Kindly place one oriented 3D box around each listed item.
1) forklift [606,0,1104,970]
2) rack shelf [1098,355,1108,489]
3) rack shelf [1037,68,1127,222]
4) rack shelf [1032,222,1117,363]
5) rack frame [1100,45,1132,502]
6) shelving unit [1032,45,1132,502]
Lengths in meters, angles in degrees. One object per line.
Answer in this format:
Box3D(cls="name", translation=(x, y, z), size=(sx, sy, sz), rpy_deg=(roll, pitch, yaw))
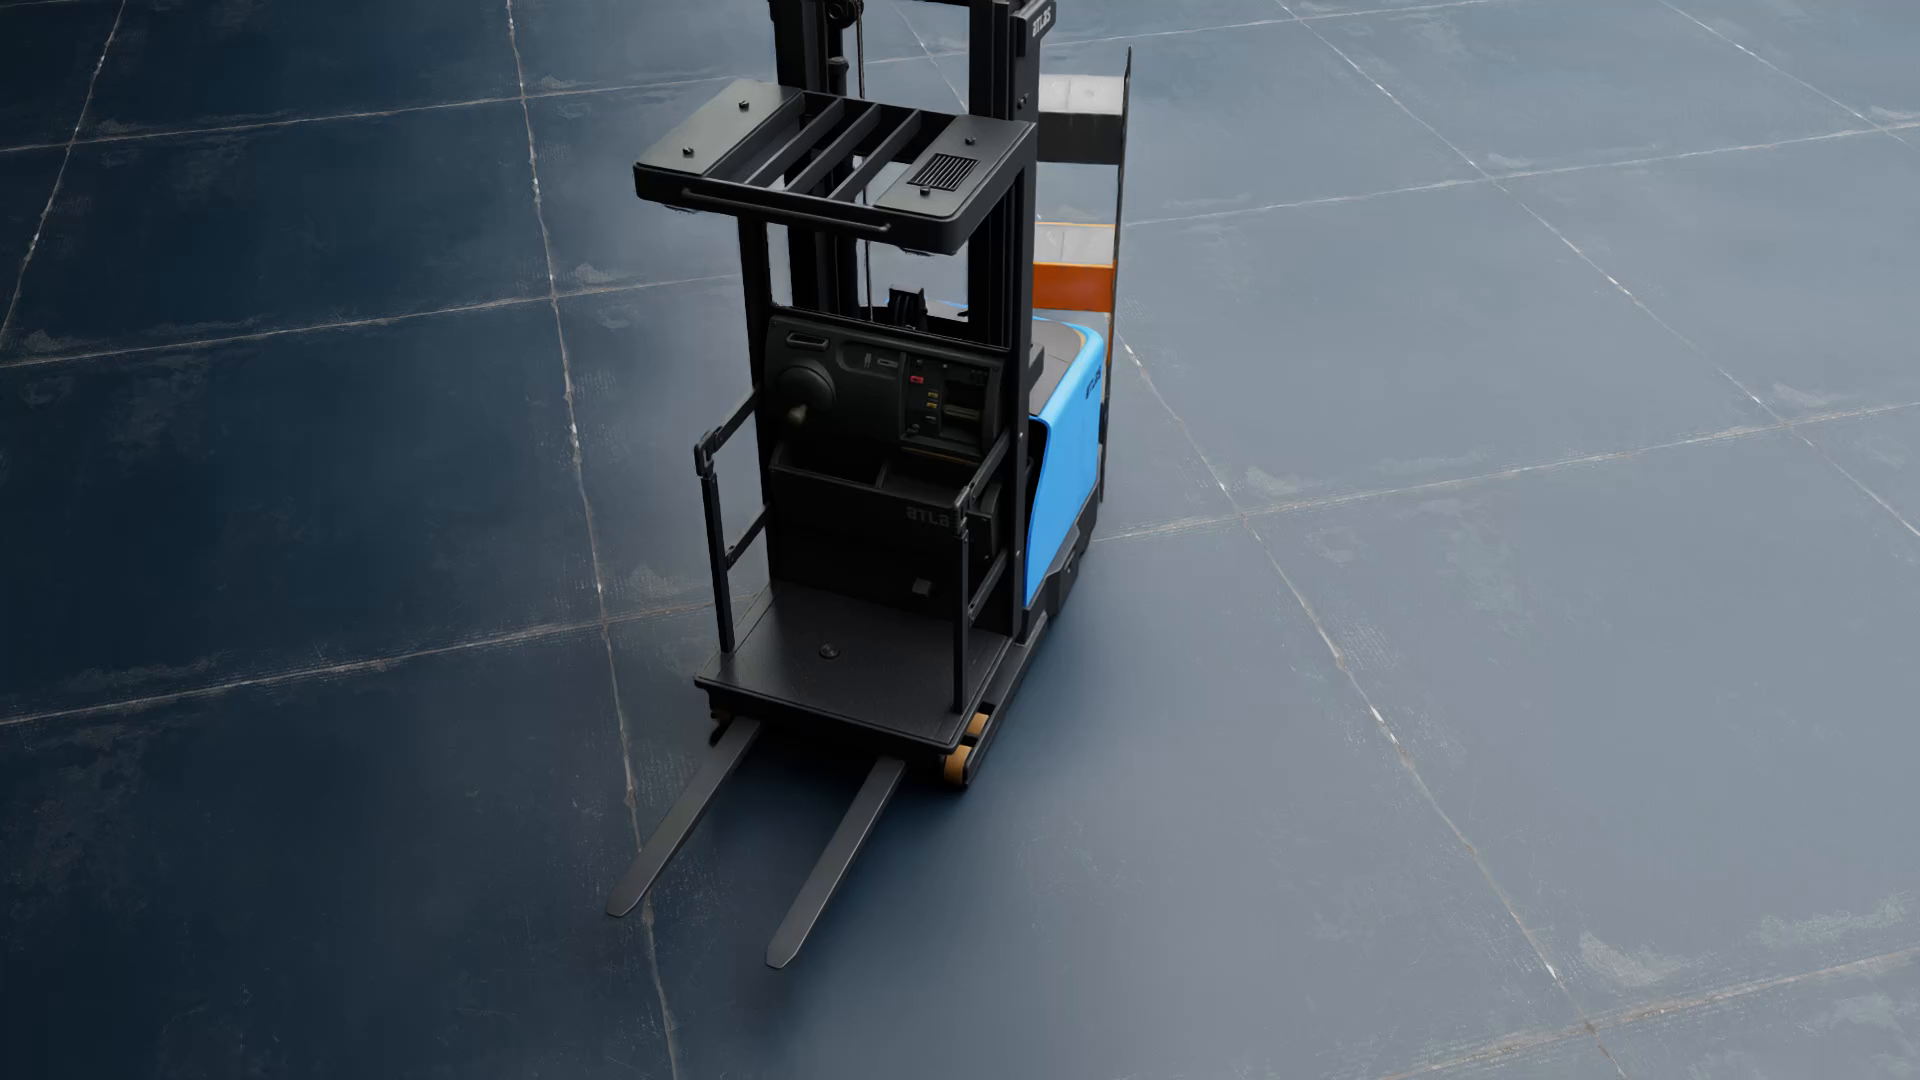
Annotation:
Box3D(cls="forklift", translation=(-0.366, -0.492, 5.981), size=(1.130, 2.935, 3.031), rpy_deg=(13, 39, 17))
Box3D(cls="rack shelf", translation=(0.457, -0.586, 7.963), size=(0.480, 0.518, 0.431), rpy_deg=(4, 38, 5))
Box3D(cls="rack shelf", translation=(0.457, -1.698, 7.112), size=(0.480, 0.518, 0.431), rpy_deg=(4, 38, 5))
Box3D(cls="rack shelf", translation=(0.457, -1.142, 7.537), size=(0.480, 0.518, 0.431), rpy_deg=(4, 38, 5))
Box3D(cls="rack frame", translation=(0.700, -1.138, 7.510), size=(0.015, 2.100, 0.400), rpy_deg=(4, 38, 5))
Box3D(cls="shelving unit", translation=(0.457, -1.153, 7.529), size=(0.503, 2.100, 0.431), rpy_deg=(4, 38, 5))
